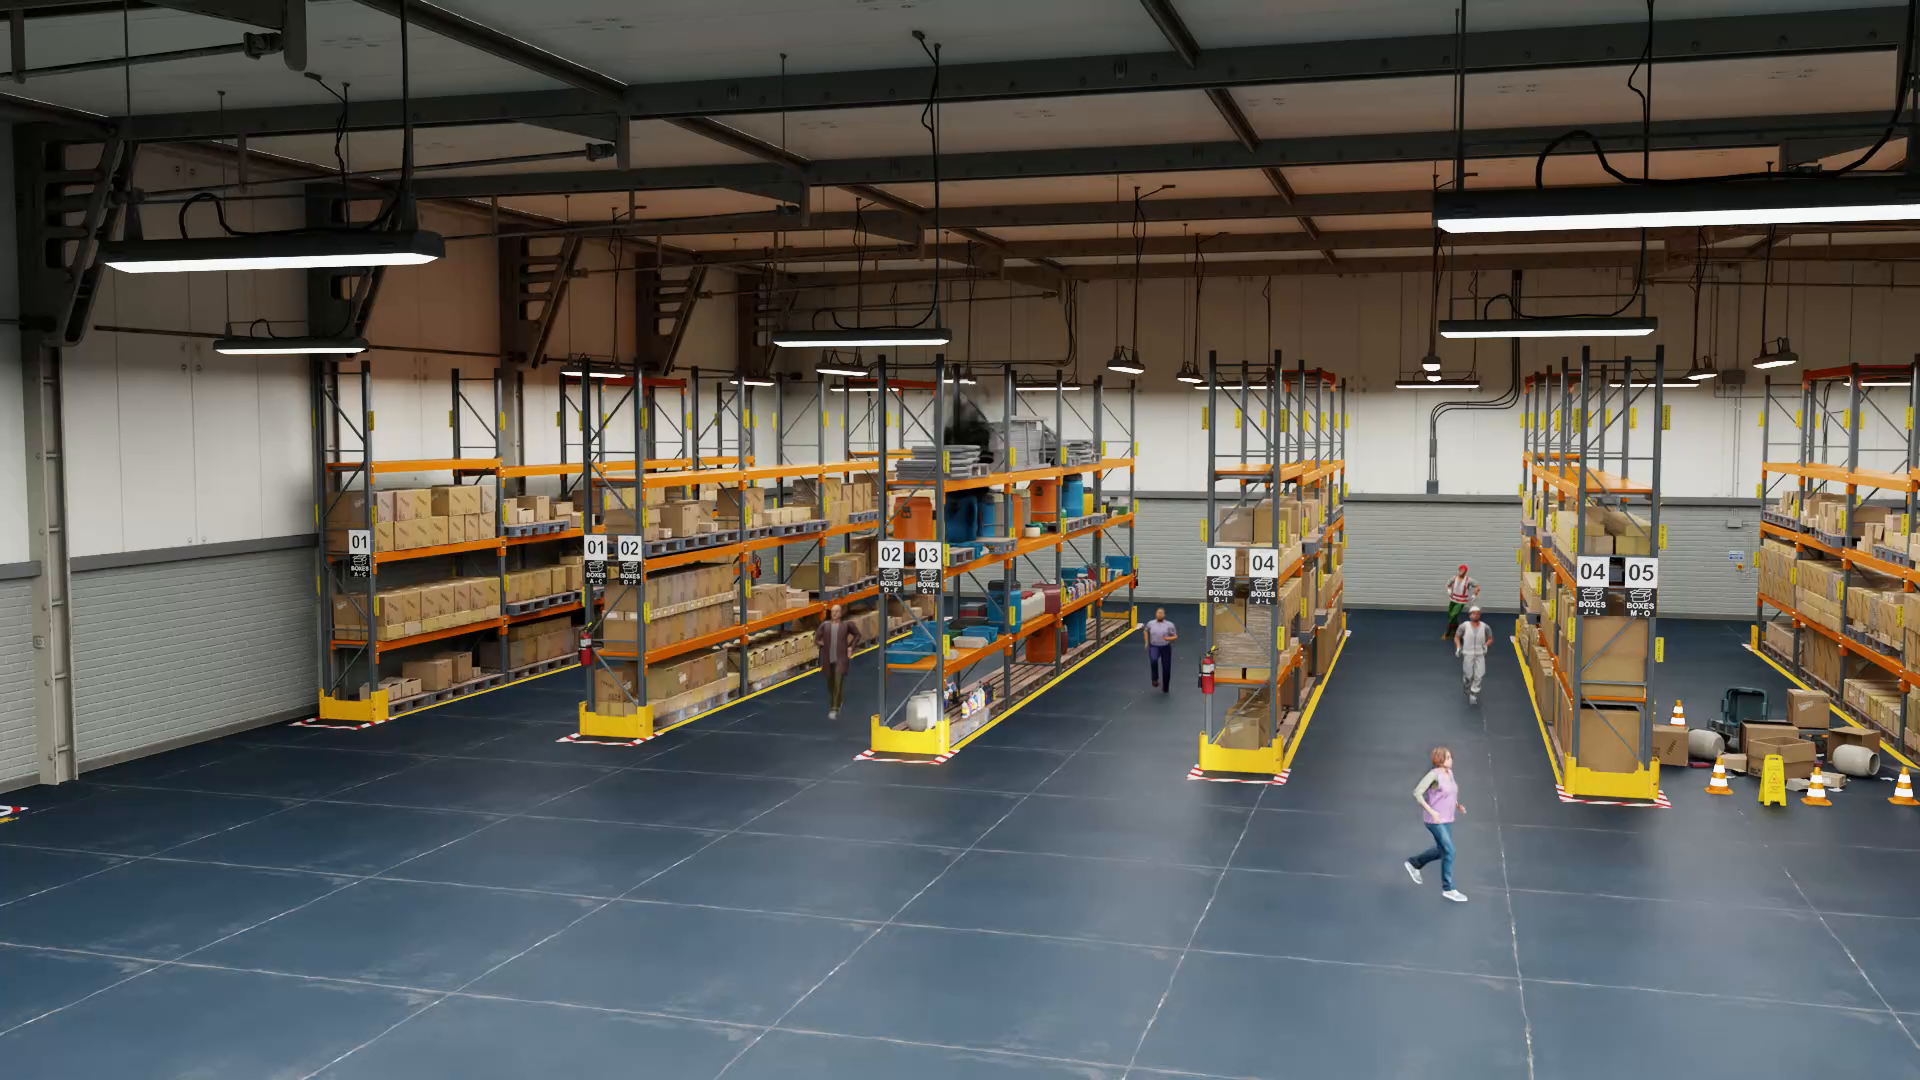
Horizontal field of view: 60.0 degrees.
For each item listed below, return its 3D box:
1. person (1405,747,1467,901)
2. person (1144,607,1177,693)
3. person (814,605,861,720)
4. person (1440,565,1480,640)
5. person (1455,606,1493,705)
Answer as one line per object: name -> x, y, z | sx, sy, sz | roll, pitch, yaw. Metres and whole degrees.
person -> 5.004, 2.958, 17.502 | 0.750, 1.586, 0.558 | 4, 6, 44
person -> 3.606, 2.010, 29.972 | 0.608, 1.576, 0.917 | 1, 4, 8
person -> -1.973, 1.928, 26.327 | 0.712, 1.804, 0.965 | 1, 4, 12
person -> 11.434, 1.436, 38.082 | 0.778, 1.763, 0.784 | 4, 6, 45
person -> 9.092, 2.037, 29.399 | 0.658, 1.738, 0.601 | 1, 4, 10
